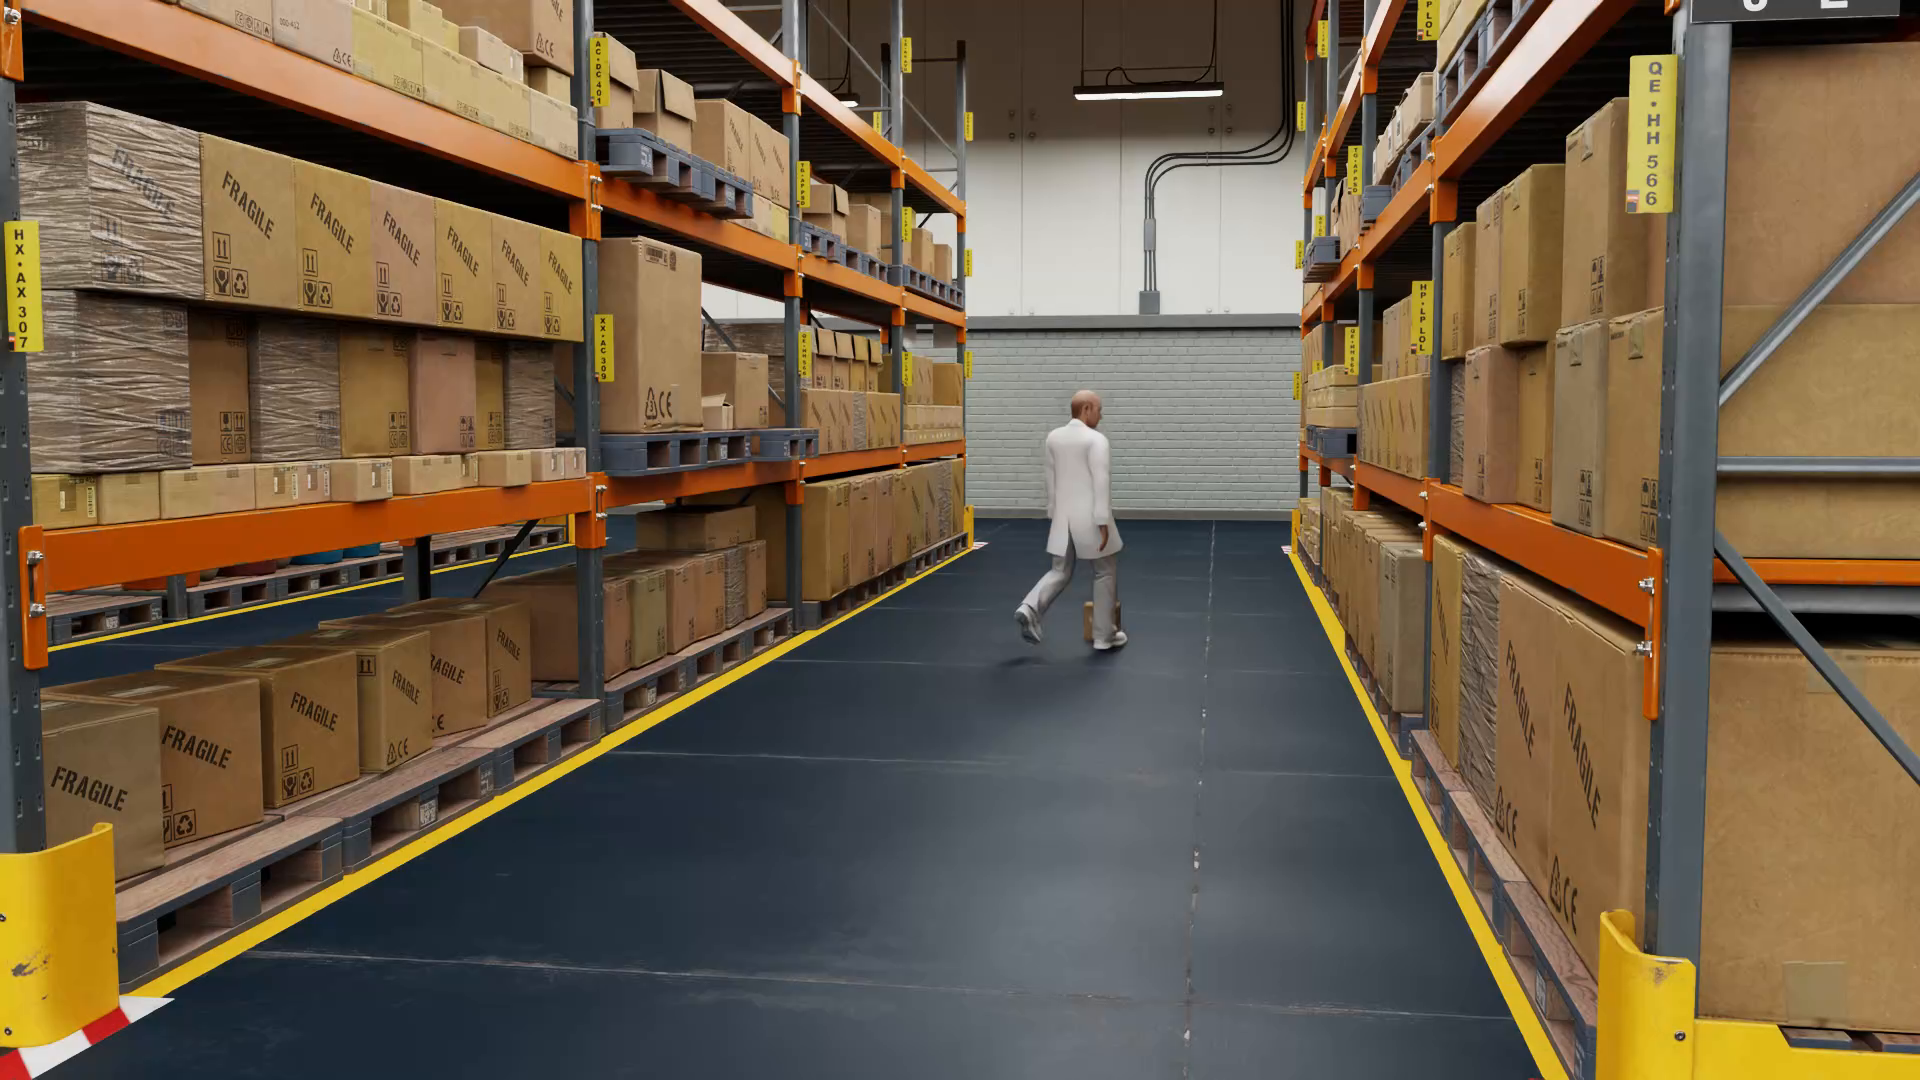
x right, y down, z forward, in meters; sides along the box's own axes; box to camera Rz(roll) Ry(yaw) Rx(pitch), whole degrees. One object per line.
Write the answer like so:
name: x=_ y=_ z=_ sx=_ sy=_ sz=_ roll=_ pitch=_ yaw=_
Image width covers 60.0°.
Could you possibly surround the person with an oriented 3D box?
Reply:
person: x=0.792 y=-0.130 z=11.188 sx=0.597 sy=1.752 sz=0.943 roll=4 pitch=6 yaw=42
